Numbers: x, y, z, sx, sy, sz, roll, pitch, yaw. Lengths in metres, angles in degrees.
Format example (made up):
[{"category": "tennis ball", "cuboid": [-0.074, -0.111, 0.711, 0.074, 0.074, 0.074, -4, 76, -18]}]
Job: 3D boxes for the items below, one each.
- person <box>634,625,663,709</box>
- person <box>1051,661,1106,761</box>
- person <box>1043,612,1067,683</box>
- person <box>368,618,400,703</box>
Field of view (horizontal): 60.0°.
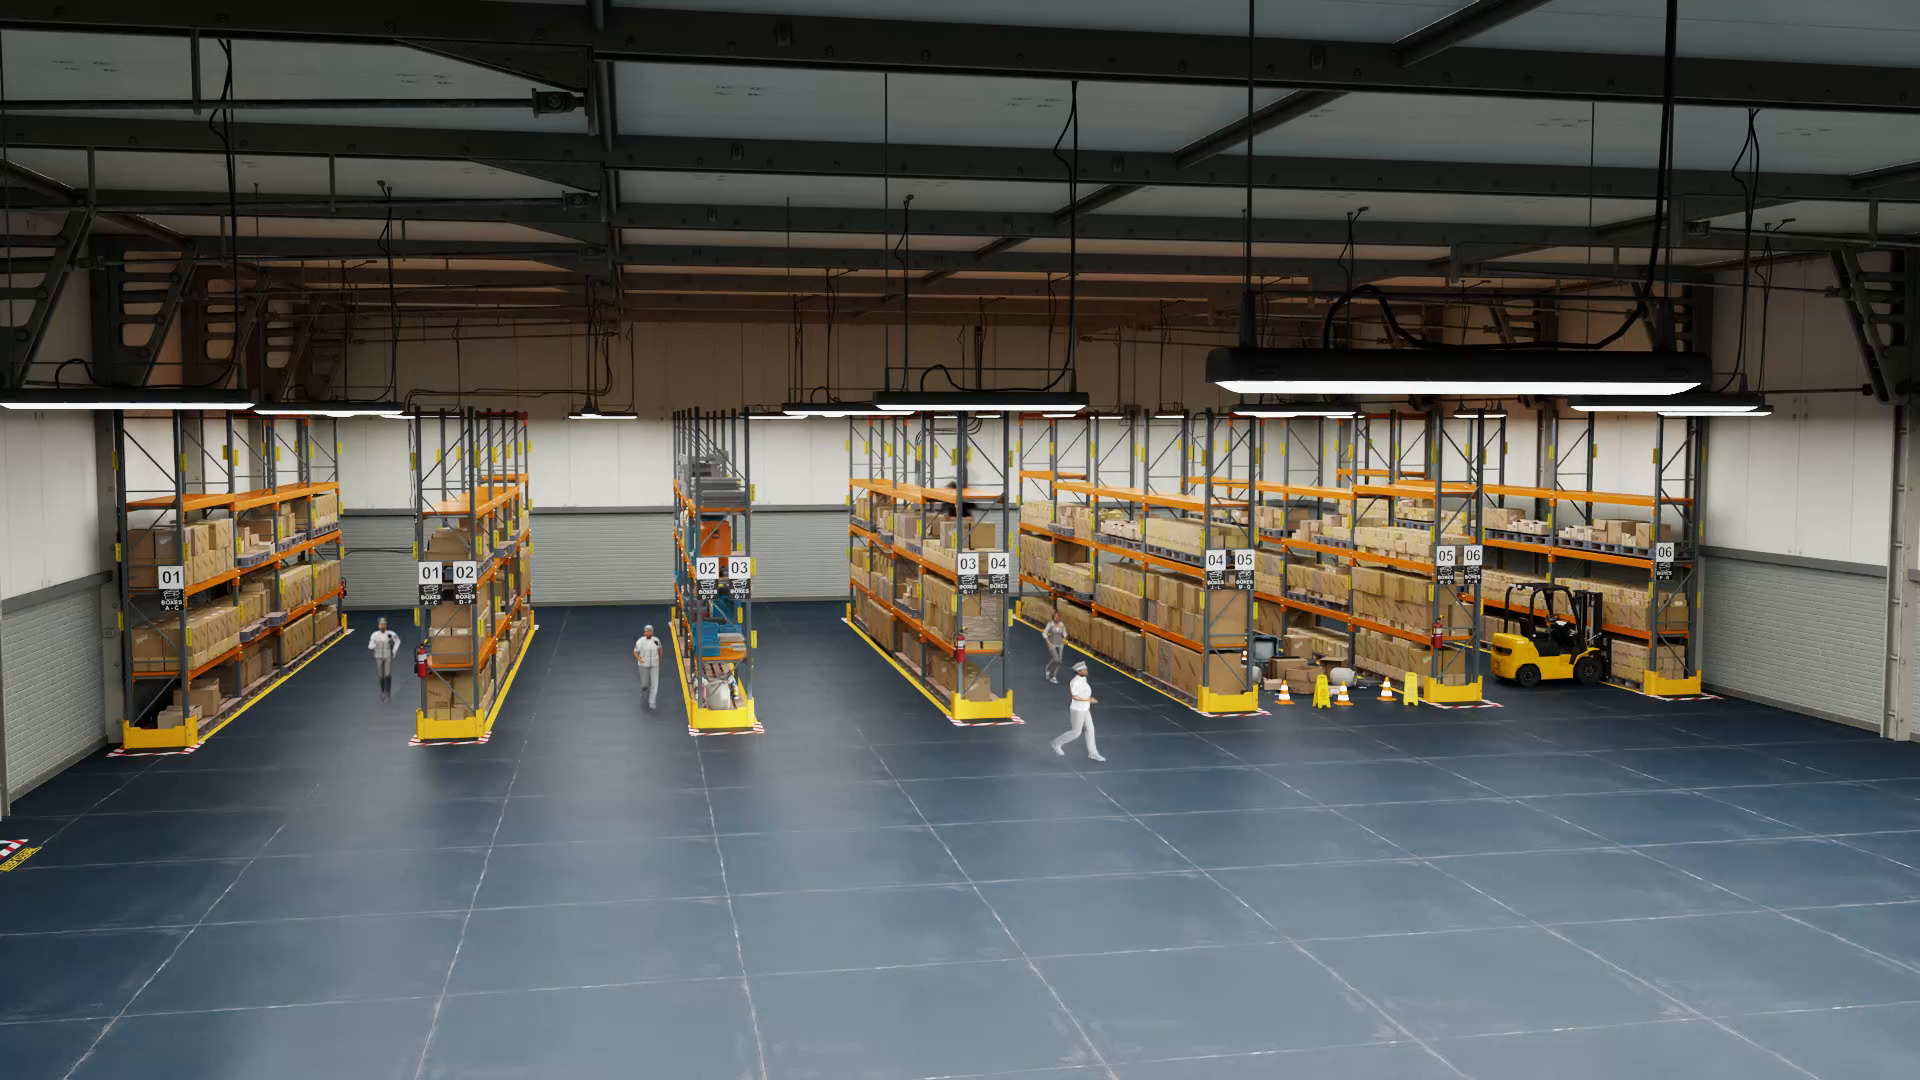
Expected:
[{"category": "person", "cuboid": [-6.255, 2.534, 33.462, 0.607, 1.650, 0.779, -2, 4, -21]}, {"category": "person", "cuboid": [1.996, 2.875, 28.035, 0.931, 1.698, 0.585, 1, 4, 18]}, {"category": "person", "cuboid": [2.114, 2.348, 36.390, 0.523, 1.568, 0.549, -1, 4, -19]}, {"category": "person", "cuboid": [-11.800, 2.457, 34.072, 0.594, 1.740, 0.712, -1, 4, -12]}]
